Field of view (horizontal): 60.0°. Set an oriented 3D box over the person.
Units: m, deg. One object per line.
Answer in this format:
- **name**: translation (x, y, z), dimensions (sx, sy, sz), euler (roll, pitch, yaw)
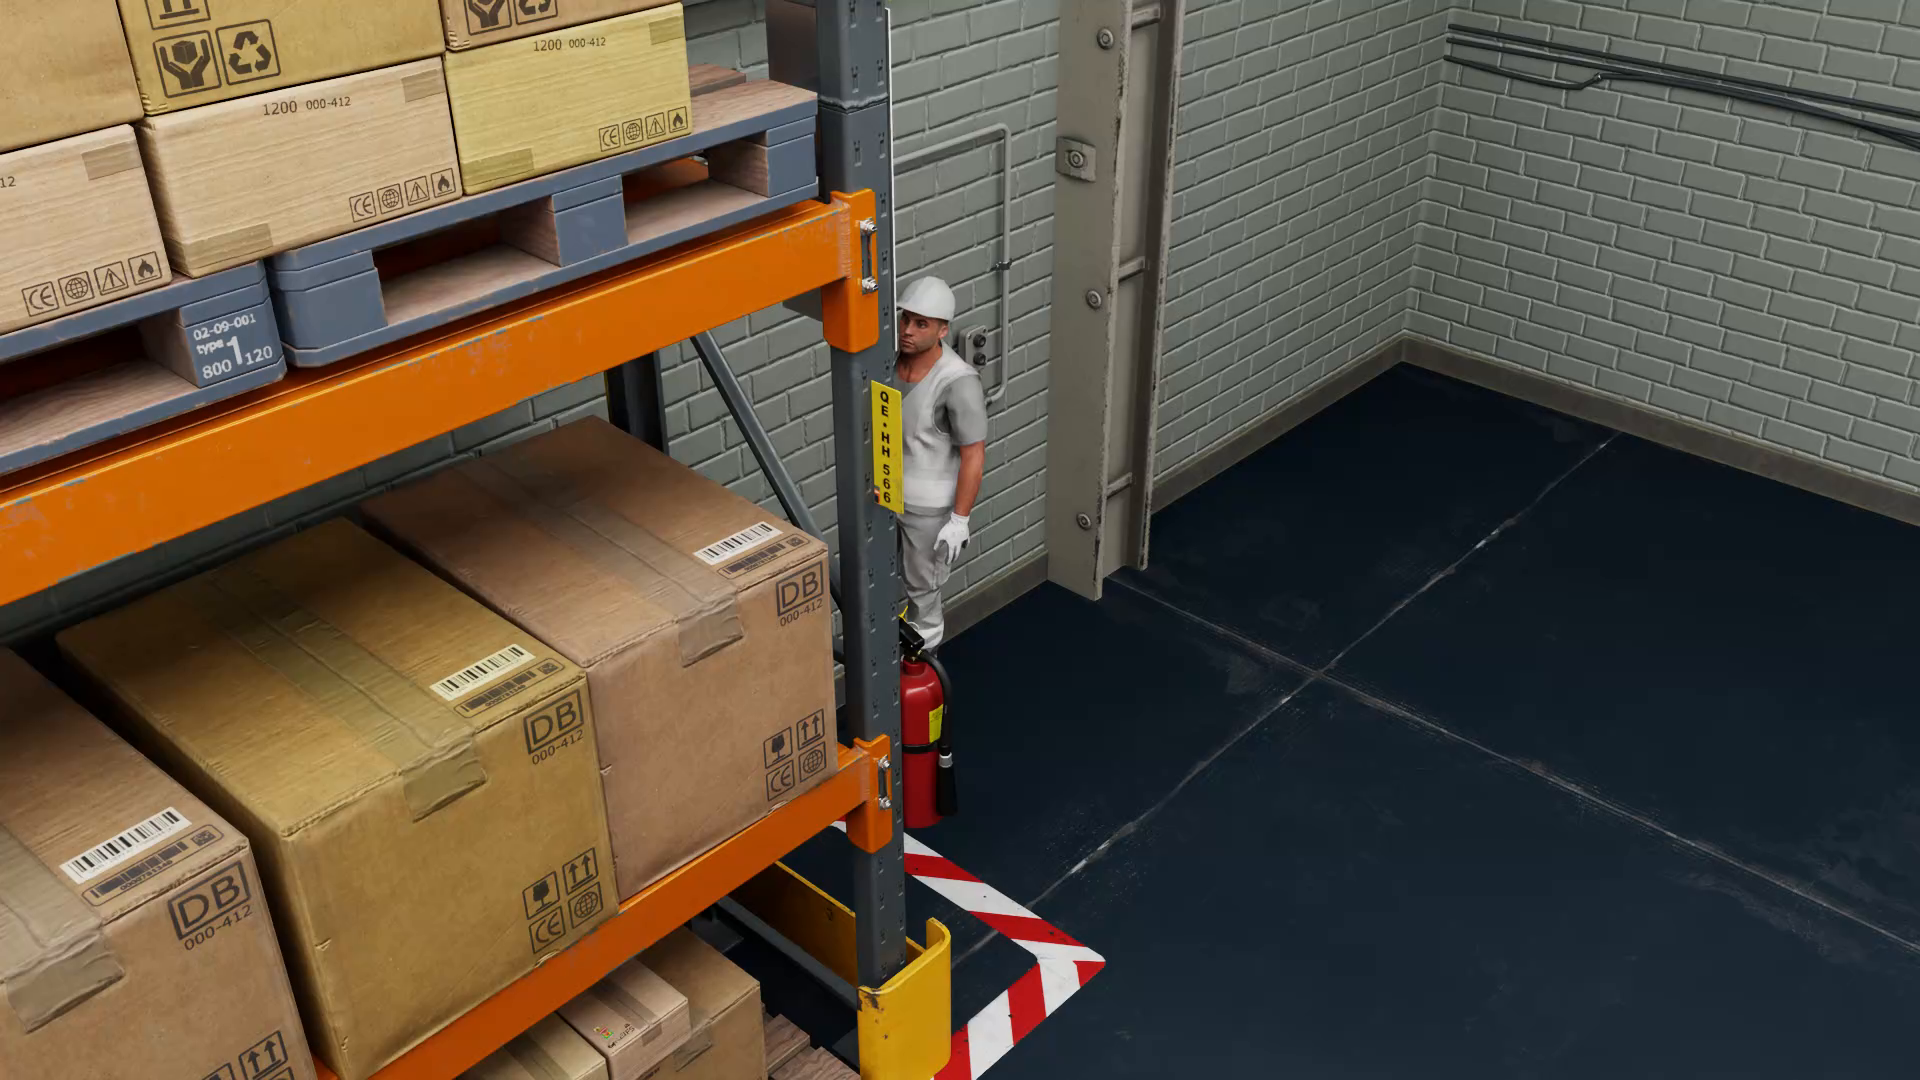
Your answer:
- **person**: translation (-0.245, -0.132, 6.311), dimensions (0.638, 1.788, 0.559), euler (26, 39, 36)
